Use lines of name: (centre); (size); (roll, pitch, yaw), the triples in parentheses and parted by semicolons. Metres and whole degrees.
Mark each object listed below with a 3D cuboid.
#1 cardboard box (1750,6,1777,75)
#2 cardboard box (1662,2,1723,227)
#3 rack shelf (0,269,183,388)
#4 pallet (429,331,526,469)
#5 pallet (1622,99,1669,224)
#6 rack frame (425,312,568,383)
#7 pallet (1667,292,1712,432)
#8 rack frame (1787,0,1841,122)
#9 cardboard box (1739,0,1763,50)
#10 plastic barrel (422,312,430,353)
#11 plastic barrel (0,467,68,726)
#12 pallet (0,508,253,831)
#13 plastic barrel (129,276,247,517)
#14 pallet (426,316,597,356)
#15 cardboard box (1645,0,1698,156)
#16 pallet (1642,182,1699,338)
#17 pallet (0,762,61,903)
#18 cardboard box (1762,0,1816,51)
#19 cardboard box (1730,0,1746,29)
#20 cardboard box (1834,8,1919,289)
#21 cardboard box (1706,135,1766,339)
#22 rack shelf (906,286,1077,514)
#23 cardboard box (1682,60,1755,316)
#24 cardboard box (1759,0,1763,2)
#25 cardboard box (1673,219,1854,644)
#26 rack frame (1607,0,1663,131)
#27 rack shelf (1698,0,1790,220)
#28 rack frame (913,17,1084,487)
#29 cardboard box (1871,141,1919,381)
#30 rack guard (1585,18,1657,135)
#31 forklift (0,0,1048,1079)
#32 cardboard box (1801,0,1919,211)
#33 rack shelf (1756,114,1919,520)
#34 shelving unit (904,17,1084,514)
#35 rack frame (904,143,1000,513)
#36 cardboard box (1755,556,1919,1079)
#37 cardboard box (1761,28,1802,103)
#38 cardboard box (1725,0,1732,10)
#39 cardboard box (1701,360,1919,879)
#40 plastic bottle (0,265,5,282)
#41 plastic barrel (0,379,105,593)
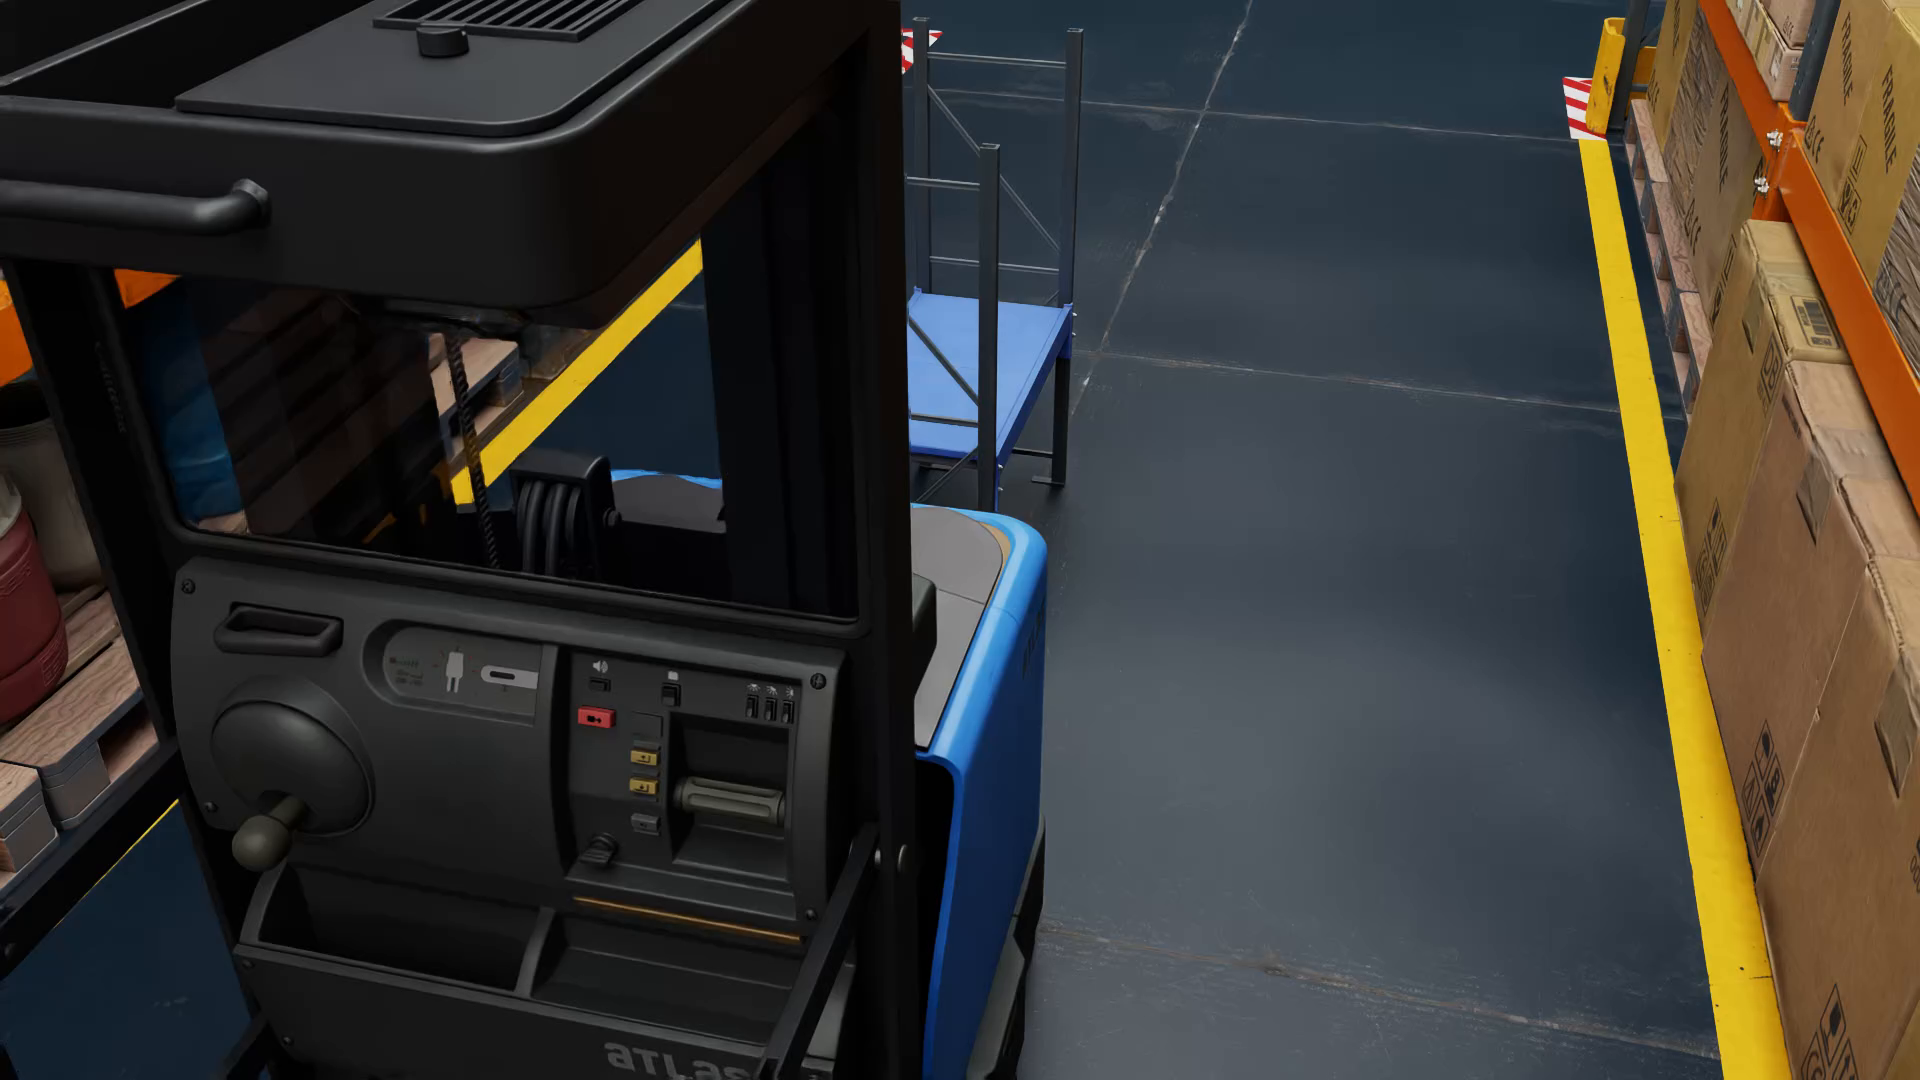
cardboard box: (2.638, -1.507, 5.058); (0.380, 0.149, 0.250); (9, 33, 13)
cardboard box: (3.511, -1.817, 6.901); (0.875, 0.875, 0.875); (8, 33, 12)
rack shelf: (-2.487, -0.609, 4.082); (1.077, 0.370, 4.000); (8, 33, 12)
pallet: (-2.215, -0.379, 5.649); (1.003, 0.211, 1.213); (8, 33, 12)
pallet: (3.700, -1.749, 7.805); (1.003, 0.211, 1.213); (8, 33, 12)
rack frame: (-1.979, -1.950, 5.522); (1.000, 3.000, 0.127); (8, 33, 12)
pallet: (3.080, -0.483, 5.813); (1.003, 0.211, 1.213); (8, 33, 12)
rack frame: (2.812, -1.276, 4.461); (1.000, 3.000, 0.127); (8, 33, 12)
cardboard box: (2.703, -1.640, 5.267); (0.380, 0.149, 0.250); (7, 33, 12)
plastic barrel: (-2.134, -0.962, 5.532); (0.600, 0.901, 0.708); (8, 33, 12)
plastic barrel: (-2.600, 0.124, 4.116); (0.600, 0.588, 0.708); (8, 33, 12)
pallet: (-2.523, 0.256, 4.650); (1.003, 0.211, 1.213); (8, 33, 12)
plastic barrel: (-2.313, -0.595, 4.954); (0.600, 0.901, 0.708); (8, 33, 12)
pallet: (-1.830, -1.160, 6.879); (1.003, 0.211, 1.213); (8, 33, 12)
cardboard box: (3.742, -2.289, 7.644); (0.875, 0.875, 0.875); (8, 33, 12)
pallet: (3.388, -1.118, 6.812); (1.003, 0.211, 1.213); (8, 33, 12)
pallet: (-2.834, 0.887, 3.657); (1.003, 0.211, 1.213); (8, 33, 12)
cardboard box: (2.670, -1.603, 4.838); (0.500, 0.250, 0.500); (7, 33, 11)
cardboard box: (2.768, -1.773, 5.477); (0.380, 0.149, 0.250); (9, 33, 13)
cardboard box: (2.327, -0.852, 3.702); (0.500, 0.500, 0.500); (8, 33, 12)
cardboard box: (3.057, -0.888, 5.440); (0.875, 0.875, 0.875); (8, 33, 12)
rack shelf: (-0.022, -0.437, 4.875); (0.538, 0.185, 1.000); (8, 33, 12)
cardboard box: (3.285, -1.355, 6.175); (0.875, 0.875, 0.875); (8, 33, 12)
cardboard box: (2.799, -1.872, 5.261); (0.500, 0.250, 0.500); (9, 34, 14)
cardboard box: (2.669, -0.222, 4.392); (1.225, 0.875, 0.875); (8, 33, 13)
rack frame: (3.827, -3.352, 7.726); (1.000, 3.000, 0.127); (8, 33, 12)
rack shelf: (3.319, -2.010, 6.287); (1.077, 0.370, 4.000); (8, 33, 12)
rack frame: (0.107, -0.852, 5.193); (0.500, 1.500, 0.032); (8, 33, 12)
cardboard box: (2.199, -0.593, 3.293); (0.500, 0.500, 0.500); (7, 33, 11)
rack guard: (3.833, -2.309, 8.416); (1.175, 0.500, 0.348); (8, 33, 12)
forklift: (-0.656, 0.331, 1.998); (1.130, 2.935, 3.031); (7, 33, 11)
cardboard box: (2.453, -1.113, 4.112); (0.500, 0.500, 0.500); (8, 33, 13)
rack shelf: (2.304, 0.065, 3.022); (1.077, 0.370, 4.000); (8, 33, 12)
shelving unit: (-0.022, -0.589, 4.778); (0.538, 1.500, 1.048); (8, 33, 12)
rack frame: (-0.151, -0.325, 4.363); (0.500, 1.500, 0.032); (8, 33, 12)
cardboard box: (2.226, 0.702, 2.938); (1.225, 0.875, 0.875); (8, 33, 13)
cardboard box: (2.572, -1.373, 4.848); (0.380, 0.149, 0.250); (8, 33, 13)
cardboard box: (2.833, -1.907, 5.688); (0.380, 0.149, 0.250); (9, 33, 13)
cardboard box: (2.443, 0.242, 3.662); (1.225, 0.875, 0.875); (7, 33, 11)
plastic bottle: (-2.220, -0.722, 3.706); (0.152, 0.276, 0.135); (8, 33, 12)
plastic barrel: (-2.543, -0.149, 4.616); (0.421, 0.512, 0.421); (0, 32, 0)
